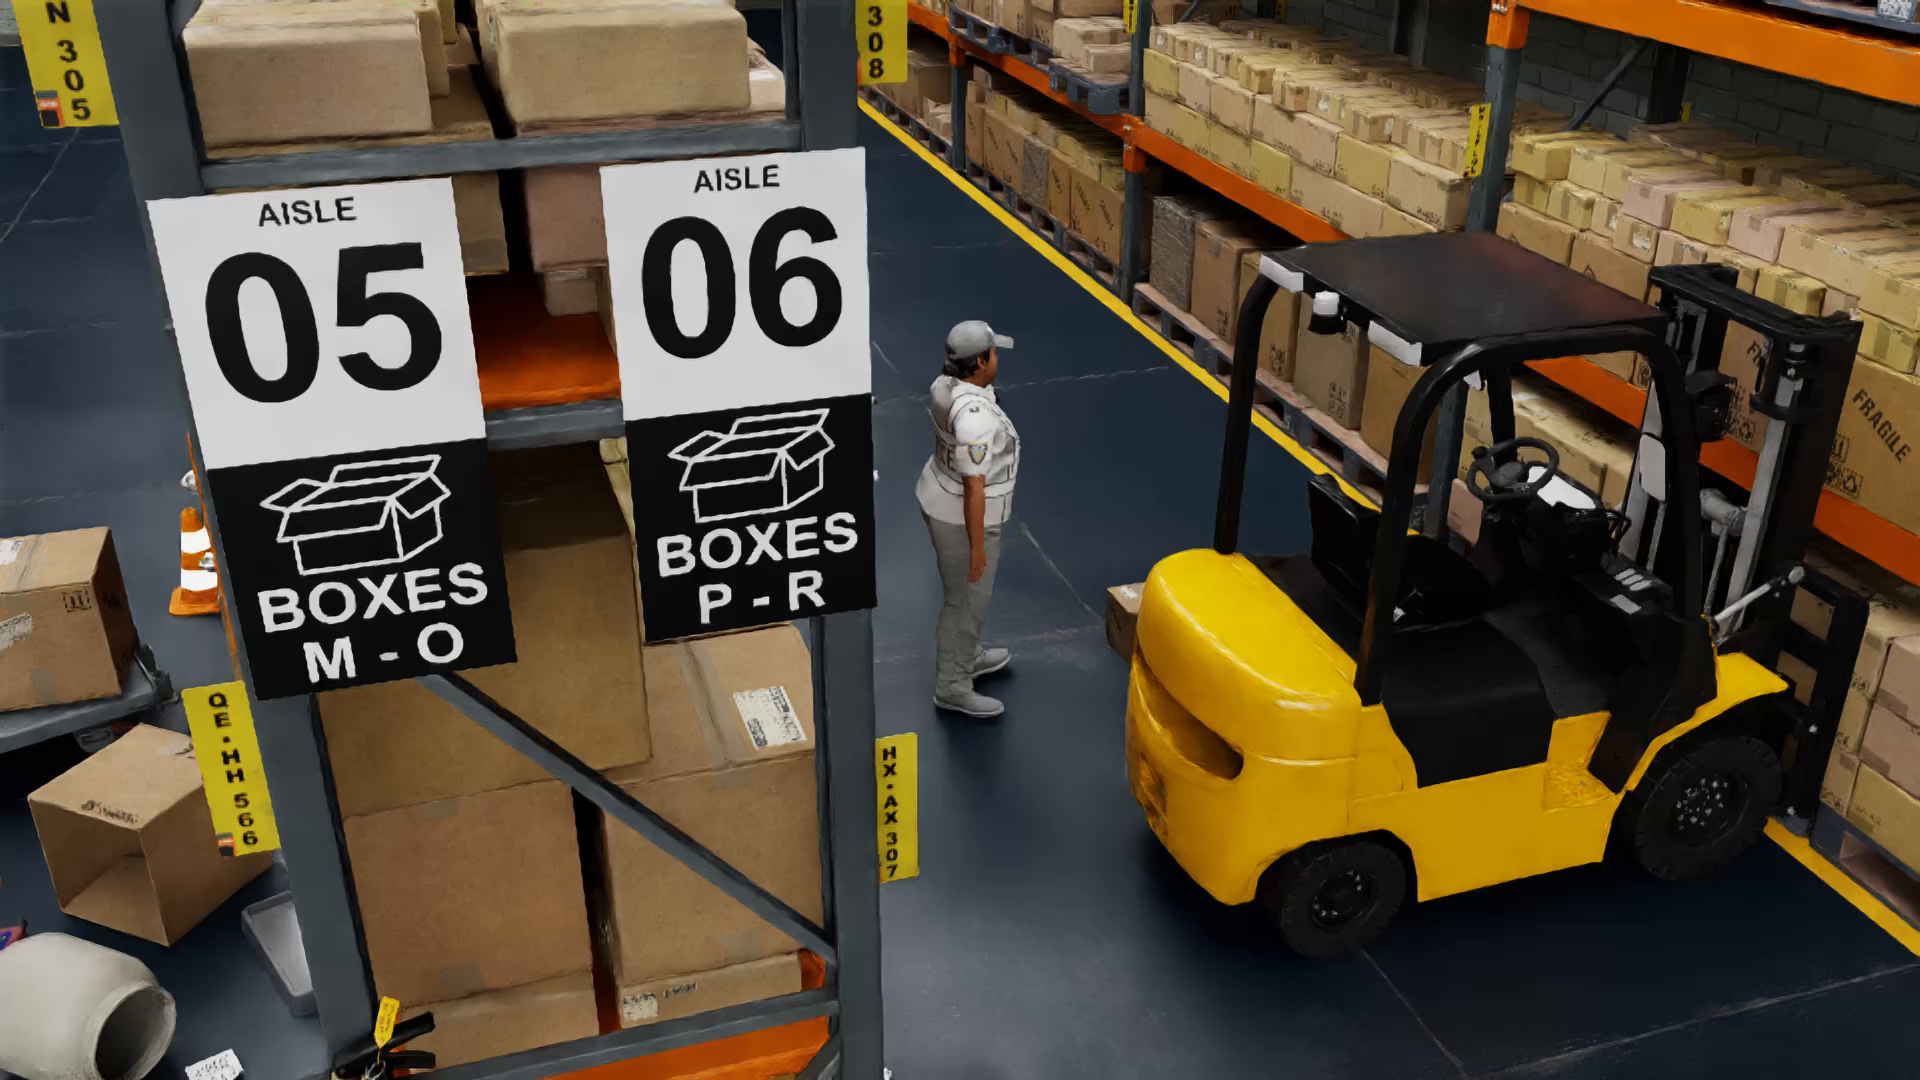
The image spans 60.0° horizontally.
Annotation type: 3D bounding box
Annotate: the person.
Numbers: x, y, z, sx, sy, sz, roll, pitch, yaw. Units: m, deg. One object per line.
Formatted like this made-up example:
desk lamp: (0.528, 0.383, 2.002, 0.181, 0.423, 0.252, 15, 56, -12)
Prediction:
person: (0.056, -0.089, 6.759, 0.434, 1.662, 0.579, -6, 27, -12)
